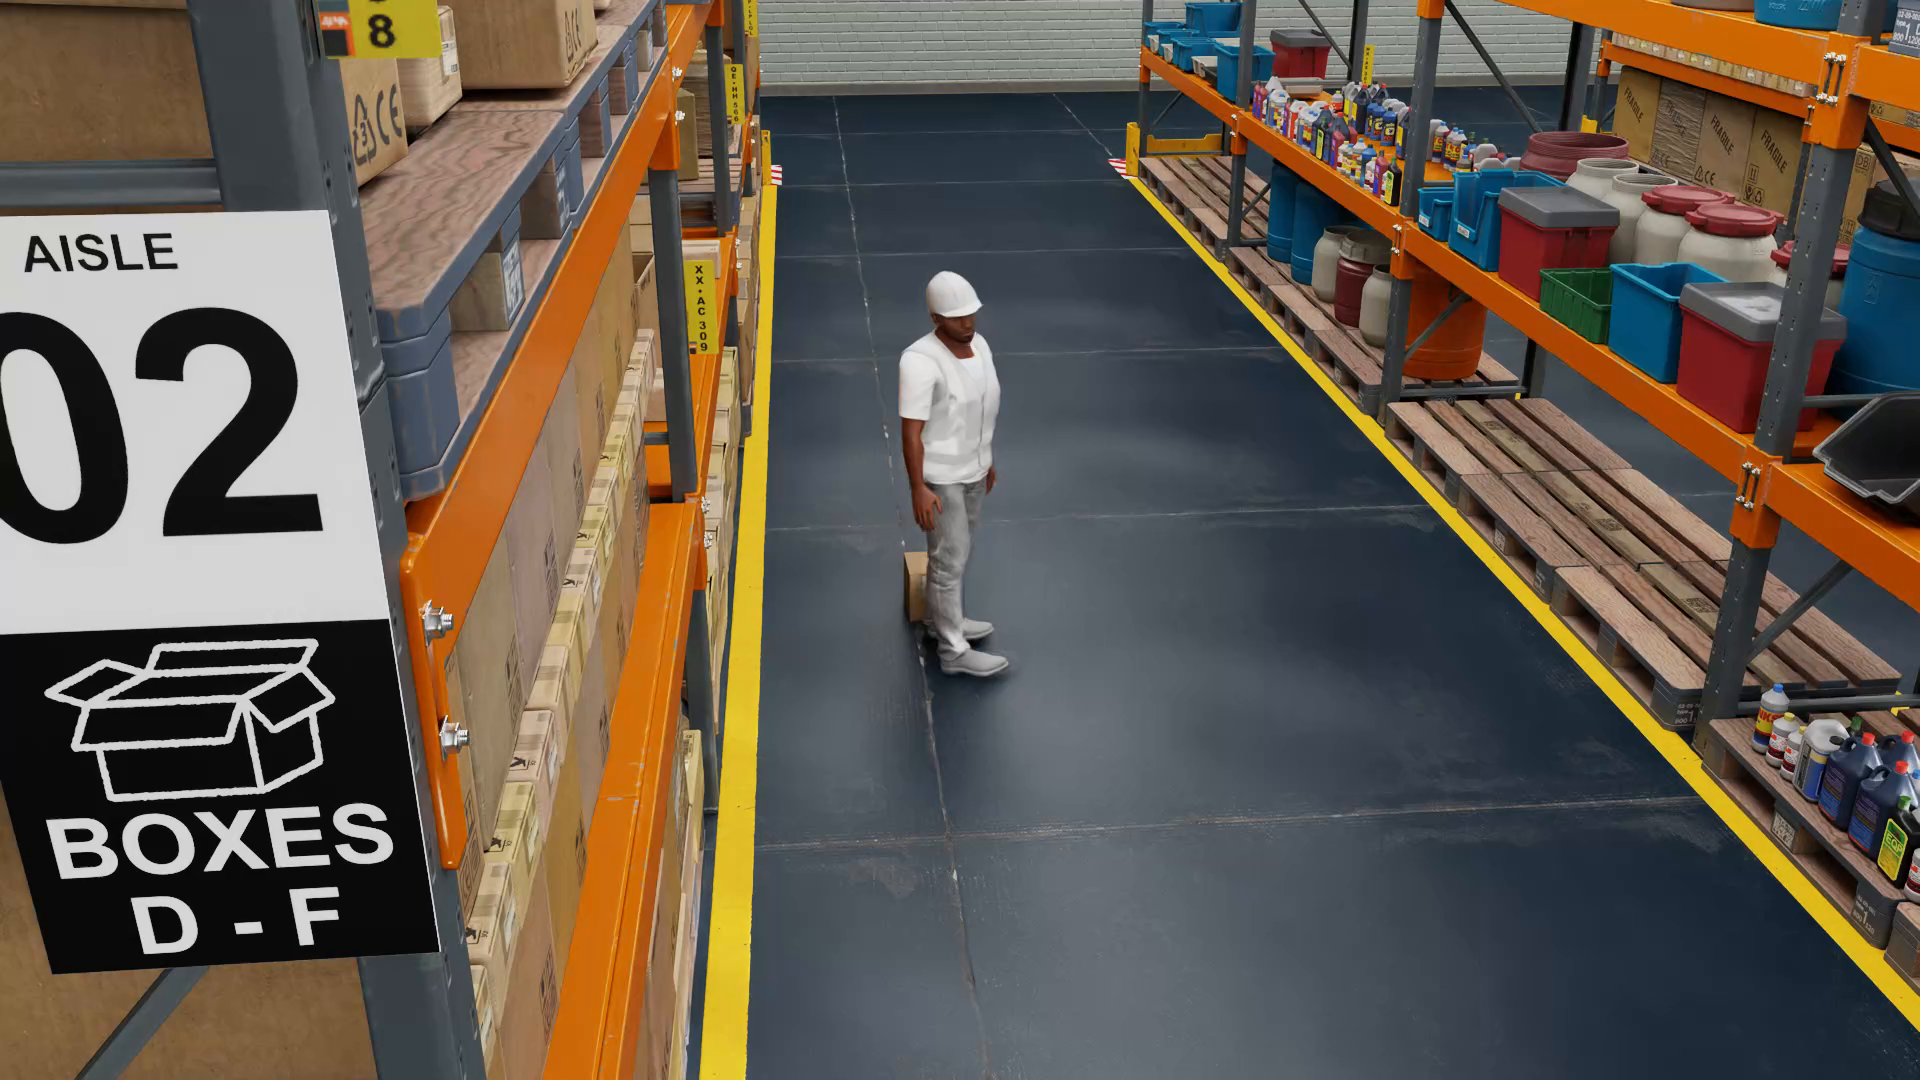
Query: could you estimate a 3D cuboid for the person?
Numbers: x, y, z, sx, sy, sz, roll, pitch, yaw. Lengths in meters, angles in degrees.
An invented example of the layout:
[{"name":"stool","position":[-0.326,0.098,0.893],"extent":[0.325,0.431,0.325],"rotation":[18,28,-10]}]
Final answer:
[{"name":"person","position":[0.010,-0.281,7.166],"extent":[0.531,1.768,0.668],"rotation":[13,27,28]}]
